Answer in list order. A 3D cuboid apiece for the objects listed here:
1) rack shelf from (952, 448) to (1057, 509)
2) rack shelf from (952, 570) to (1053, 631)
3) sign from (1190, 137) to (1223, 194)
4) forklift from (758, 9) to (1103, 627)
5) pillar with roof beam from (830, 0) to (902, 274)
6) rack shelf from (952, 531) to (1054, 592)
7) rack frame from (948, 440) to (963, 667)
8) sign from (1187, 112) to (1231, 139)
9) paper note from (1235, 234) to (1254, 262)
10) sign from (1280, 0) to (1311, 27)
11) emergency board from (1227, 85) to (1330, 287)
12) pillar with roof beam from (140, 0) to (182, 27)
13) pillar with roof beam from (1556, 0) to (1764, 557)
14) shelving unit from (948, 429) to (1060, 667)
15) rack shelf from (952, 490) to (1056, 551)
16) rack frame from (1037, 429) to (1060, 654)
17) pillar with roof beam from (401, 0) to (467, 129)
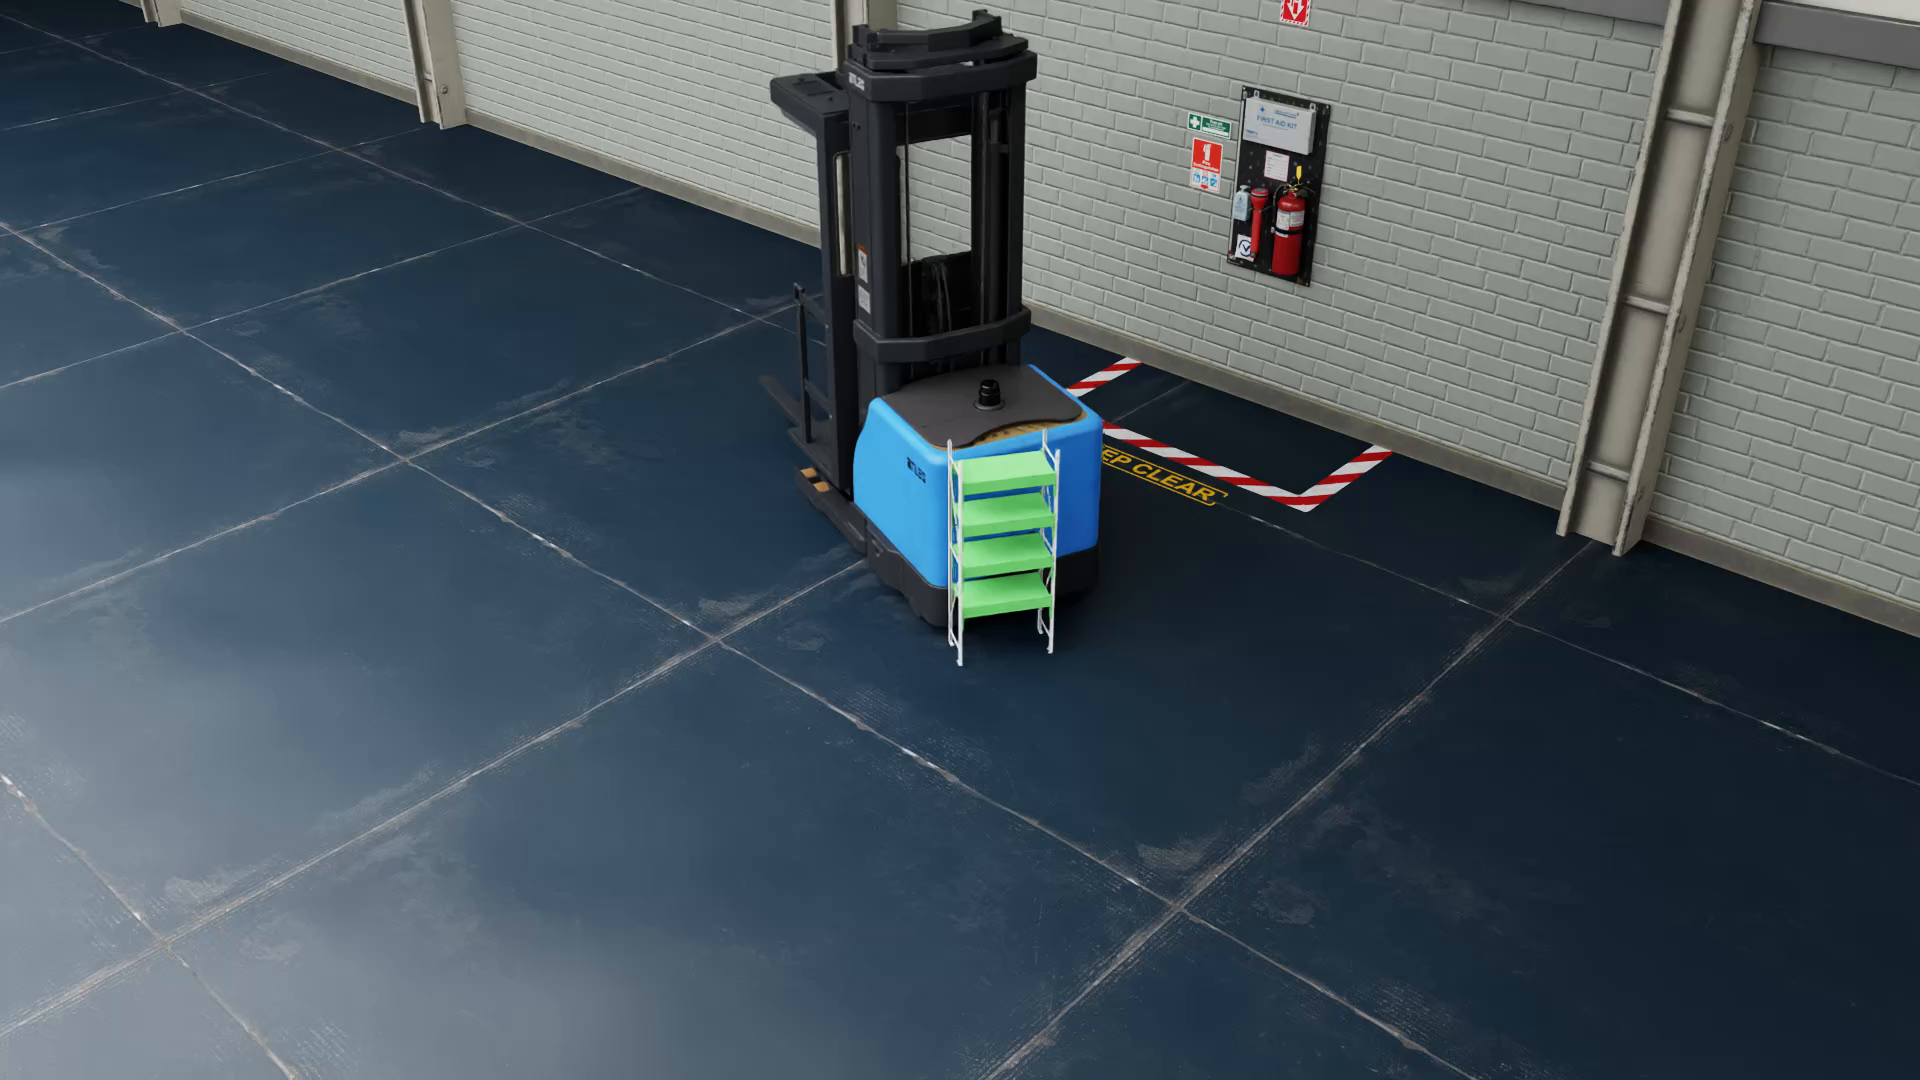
[{"bbox_3d":[0.213,-0.305,8.232,0.480,0.148,0.258,-7,32,-12],"label":"rack shelf"},{"bbox_3d":[0.213,0.311,8.603,0.480,0.148,0.258,-7,32,-12],"label":"rack shelf"},{"bbox_3d":[1.597,-2.430,10.789,0.234,0.329,0.001,25,39,35],"label":"sign"},{"bbox_3d":[-0.354,-1.534,9.401,1.130,2.935,3.031,-15,34,-23],"label":"forklift"},{"bbox_3d":[-3.593,-4.315,8.137,0.400,9.000,9.100,25,39,35],"label":"pillar with roof beam"},{"bbox_3d":[0.213,0.106,8.479,0.480,0.148,0.258,-7,32,-12],"label":"rack shelf"},{"bbox_3d":[-0.024,0.082,8.395,0.015,1.200,0.240,-7,32,-12],"label":"rack frame"},{"bbox_3d":[1.595,-2.653,10.644,0.331,0.109,0.001,25,39,35],"label":"sign"},{"bbox_3d":[1.853,-1.895,10.788,0.142,0.148,0.016,25,39,35],"label":"paper note"},{"bbox_3d":[1.999,-3.218,9.885,0.199,0.298,0.001,25,39,35],"label":"sign"},{"bbox_3d":[1.938,-2.184,10.415,0.643,1.169,0.194,25,39,35],"label":"emergency board"},{"bbox_3d":[-12.490,-8.468,15.036,0.400,9.000,9.100,25,39,35],"label":"pillar with roof beam"},{"bbox_3d":[0.856,-2.239,4.688,0.400,9.000,9.100,25,39,35],"label":"pillar with roof beam"},{"bbox_3d":[0.213,0.051,8.446,0.503,1.200,0.258,-7,32,-12],"label":"shelving unit"},{"bbox_3d":[0.213,-0.100,8.355,0.480,0.148,0.258,-7,32,-12],"label":"rack shelf"},{"bbox_3d":[0.450,0.021,8.497,0.015,1.200,0.240,-7,32,-12],"label":"rack frame"},{"bbox_3d":[-8.041,-6.392,11.587,0.400,9.000,9.100,25,39,35],"label":"pillar with roof beam"}]
